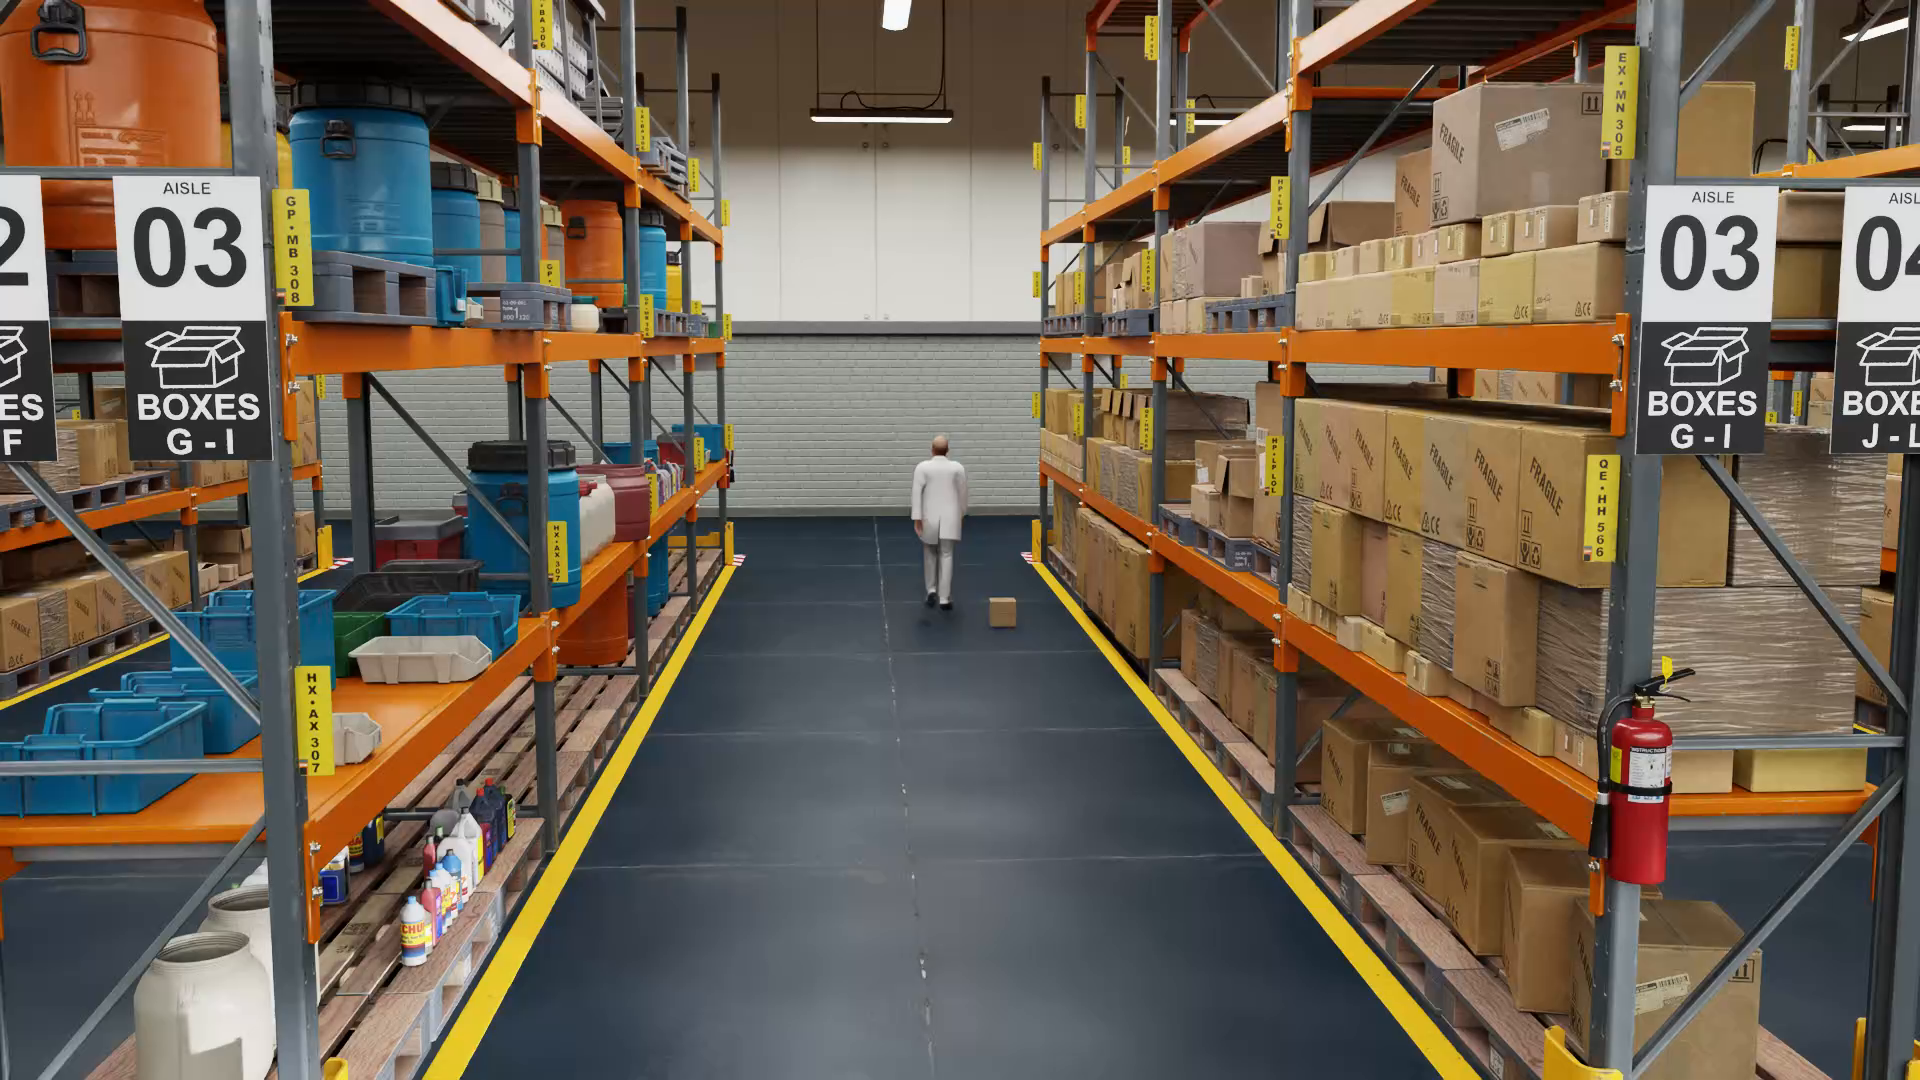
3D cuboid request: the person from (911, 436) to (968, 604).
[{"bbox_3d":[-0.206,-0.198,17.573,0.585,1.817,0.869,0,7,2],"label":"person"}]
